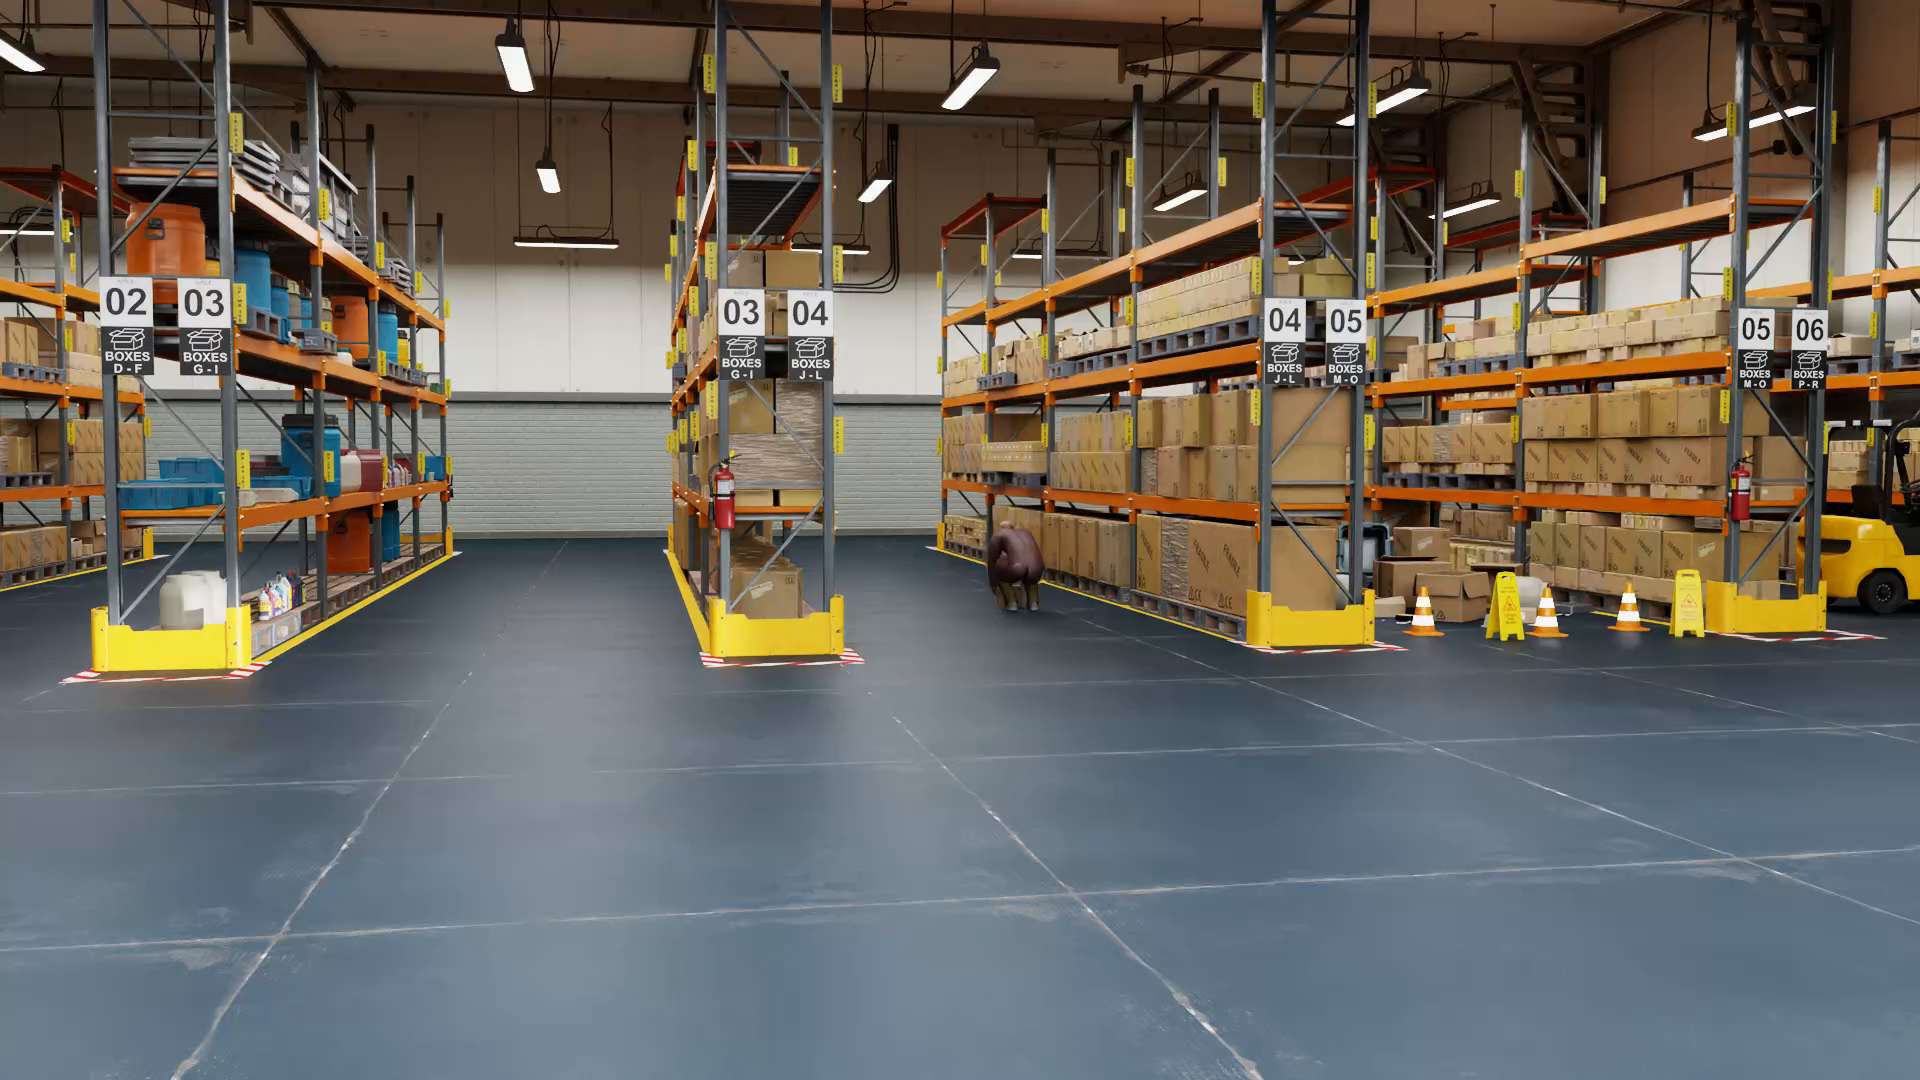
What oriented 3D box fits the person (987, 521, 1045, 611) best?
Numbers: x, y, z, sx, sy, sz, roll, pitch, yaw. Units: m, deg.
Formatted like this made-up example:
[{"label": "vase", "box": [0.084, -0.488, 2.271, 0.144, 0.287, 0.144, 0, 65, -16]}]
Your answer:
[{"label": "person", "box": [0.643, 0.295, 18.961, 0.610, 1.002, 0.900, -1, 3, -12]}]
